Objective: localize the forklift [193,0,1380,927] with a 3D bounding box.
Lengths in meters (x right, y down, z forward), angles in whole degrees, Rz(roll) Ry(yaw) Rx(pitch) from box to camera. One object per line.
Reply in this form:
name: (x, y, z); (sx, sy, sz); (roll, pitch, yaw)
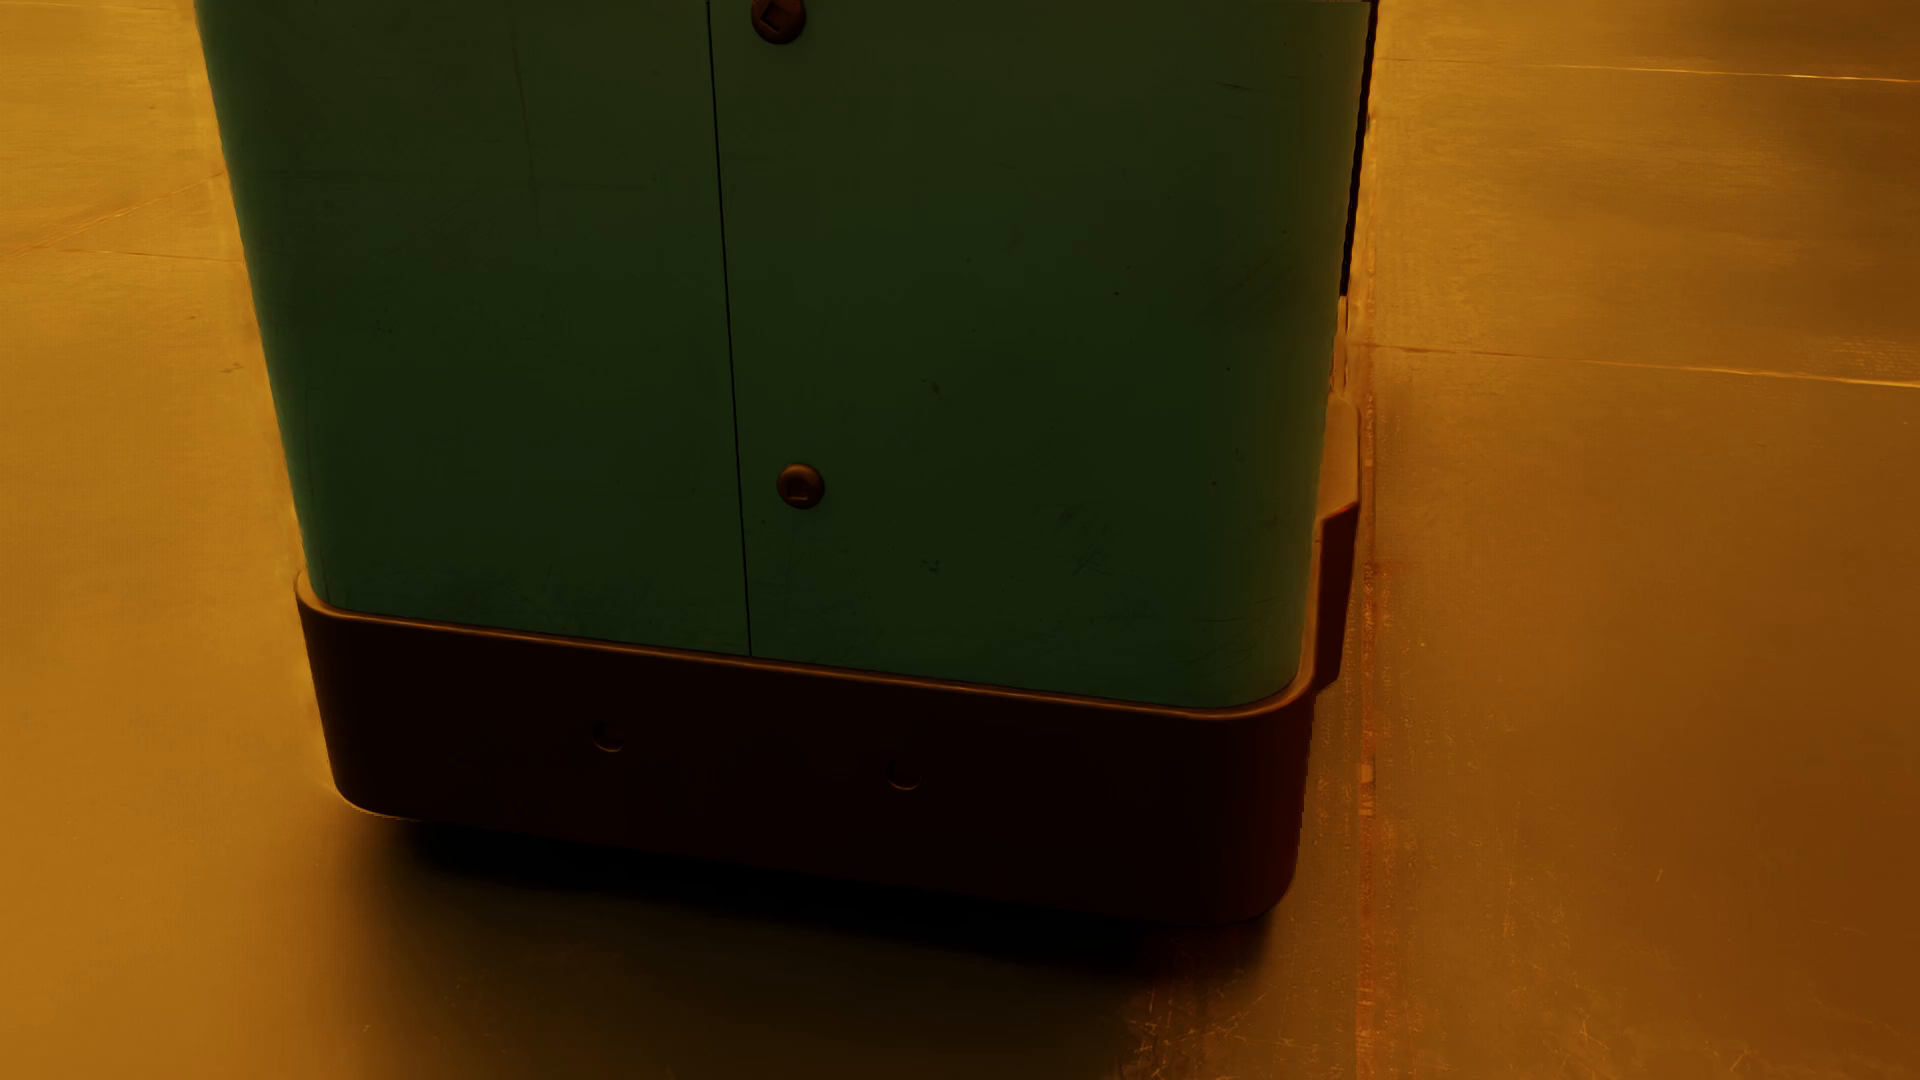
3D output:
forklift: (0.124, -1.578, 2.375); (1.130, 2.935, 3.031); (6, 27, 11)
